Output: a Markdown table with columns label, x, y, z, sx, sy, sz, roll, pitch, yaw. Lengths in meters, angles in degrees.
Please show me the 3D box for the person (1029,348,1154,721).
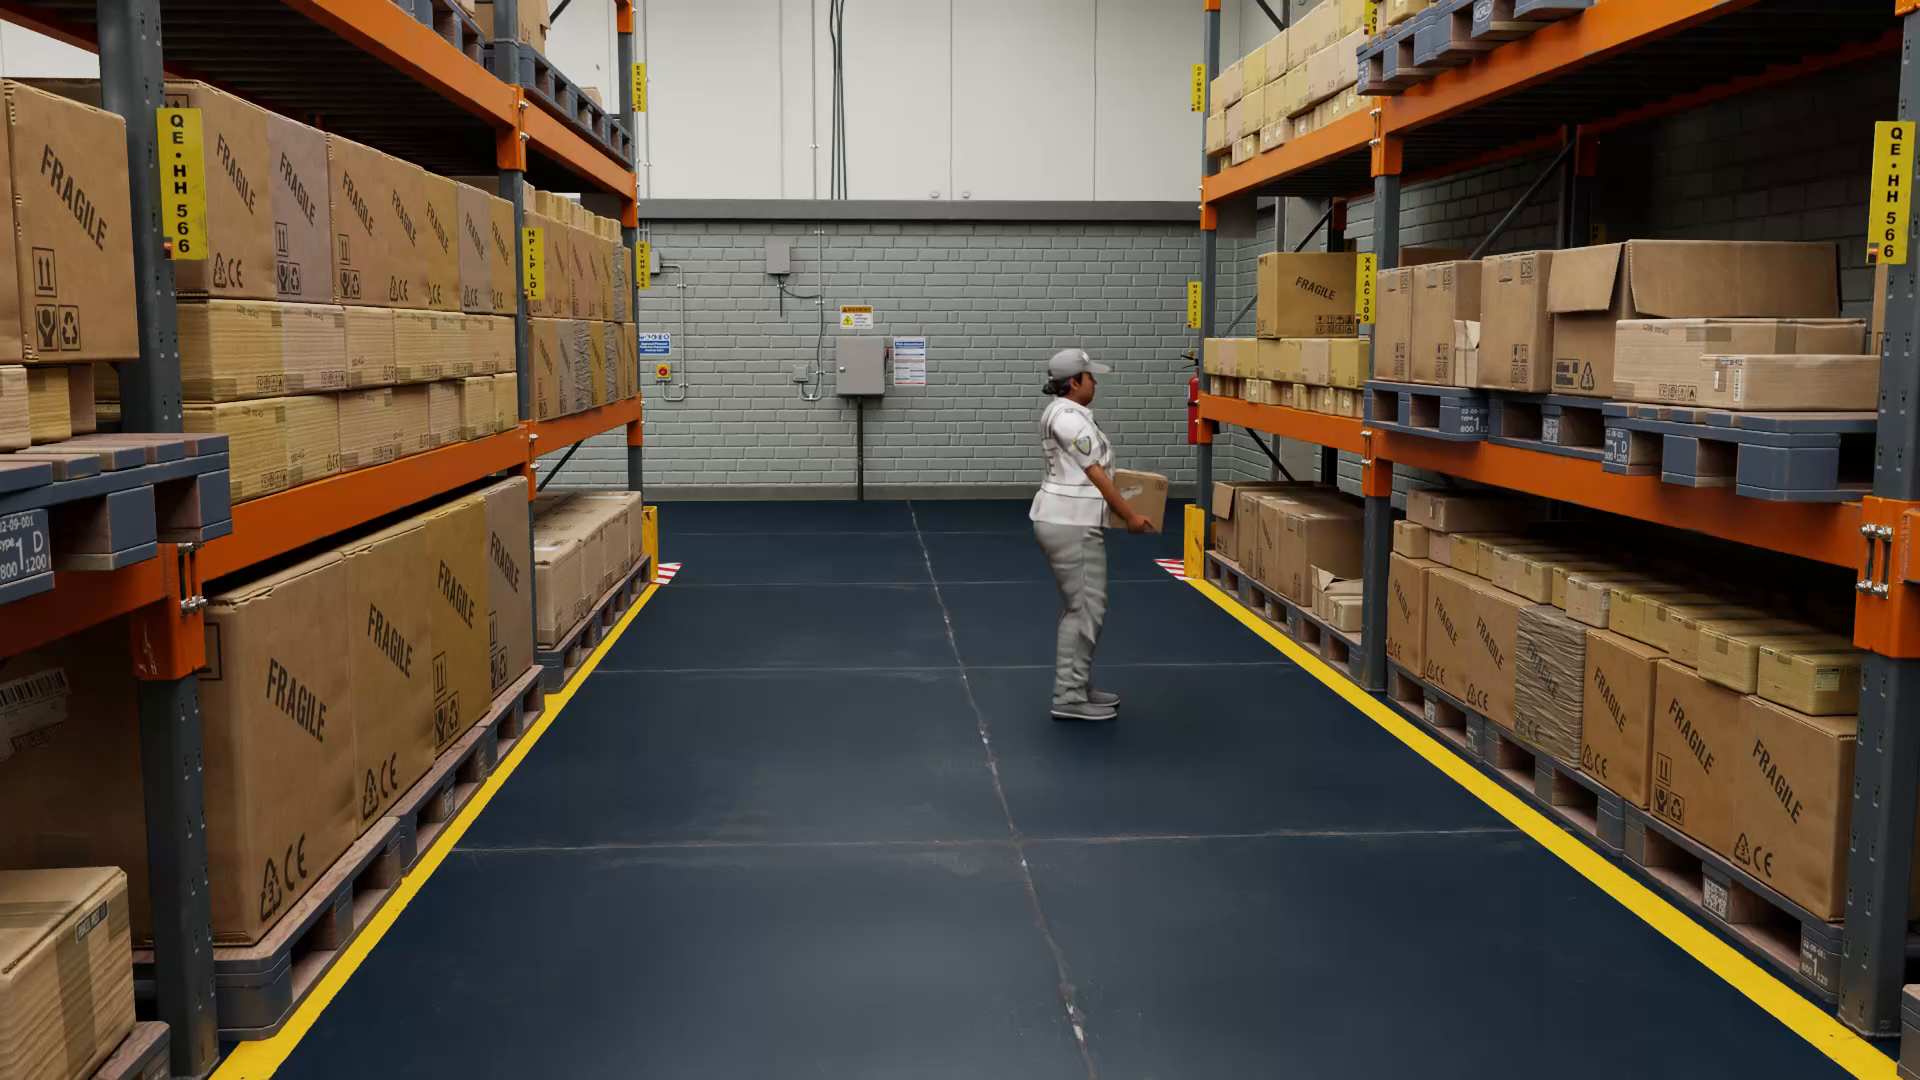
| label | x | y | z | sx | sy | sz | roll | pitch | yaw |
| --- | --- | --- | --- | --- | --- | --- | --- | --- | --- |
| person | 0.589 | -0.033 | 7.553 | 0.540 | 1.663 | 0.452 | 0 | 7 | -4 |
